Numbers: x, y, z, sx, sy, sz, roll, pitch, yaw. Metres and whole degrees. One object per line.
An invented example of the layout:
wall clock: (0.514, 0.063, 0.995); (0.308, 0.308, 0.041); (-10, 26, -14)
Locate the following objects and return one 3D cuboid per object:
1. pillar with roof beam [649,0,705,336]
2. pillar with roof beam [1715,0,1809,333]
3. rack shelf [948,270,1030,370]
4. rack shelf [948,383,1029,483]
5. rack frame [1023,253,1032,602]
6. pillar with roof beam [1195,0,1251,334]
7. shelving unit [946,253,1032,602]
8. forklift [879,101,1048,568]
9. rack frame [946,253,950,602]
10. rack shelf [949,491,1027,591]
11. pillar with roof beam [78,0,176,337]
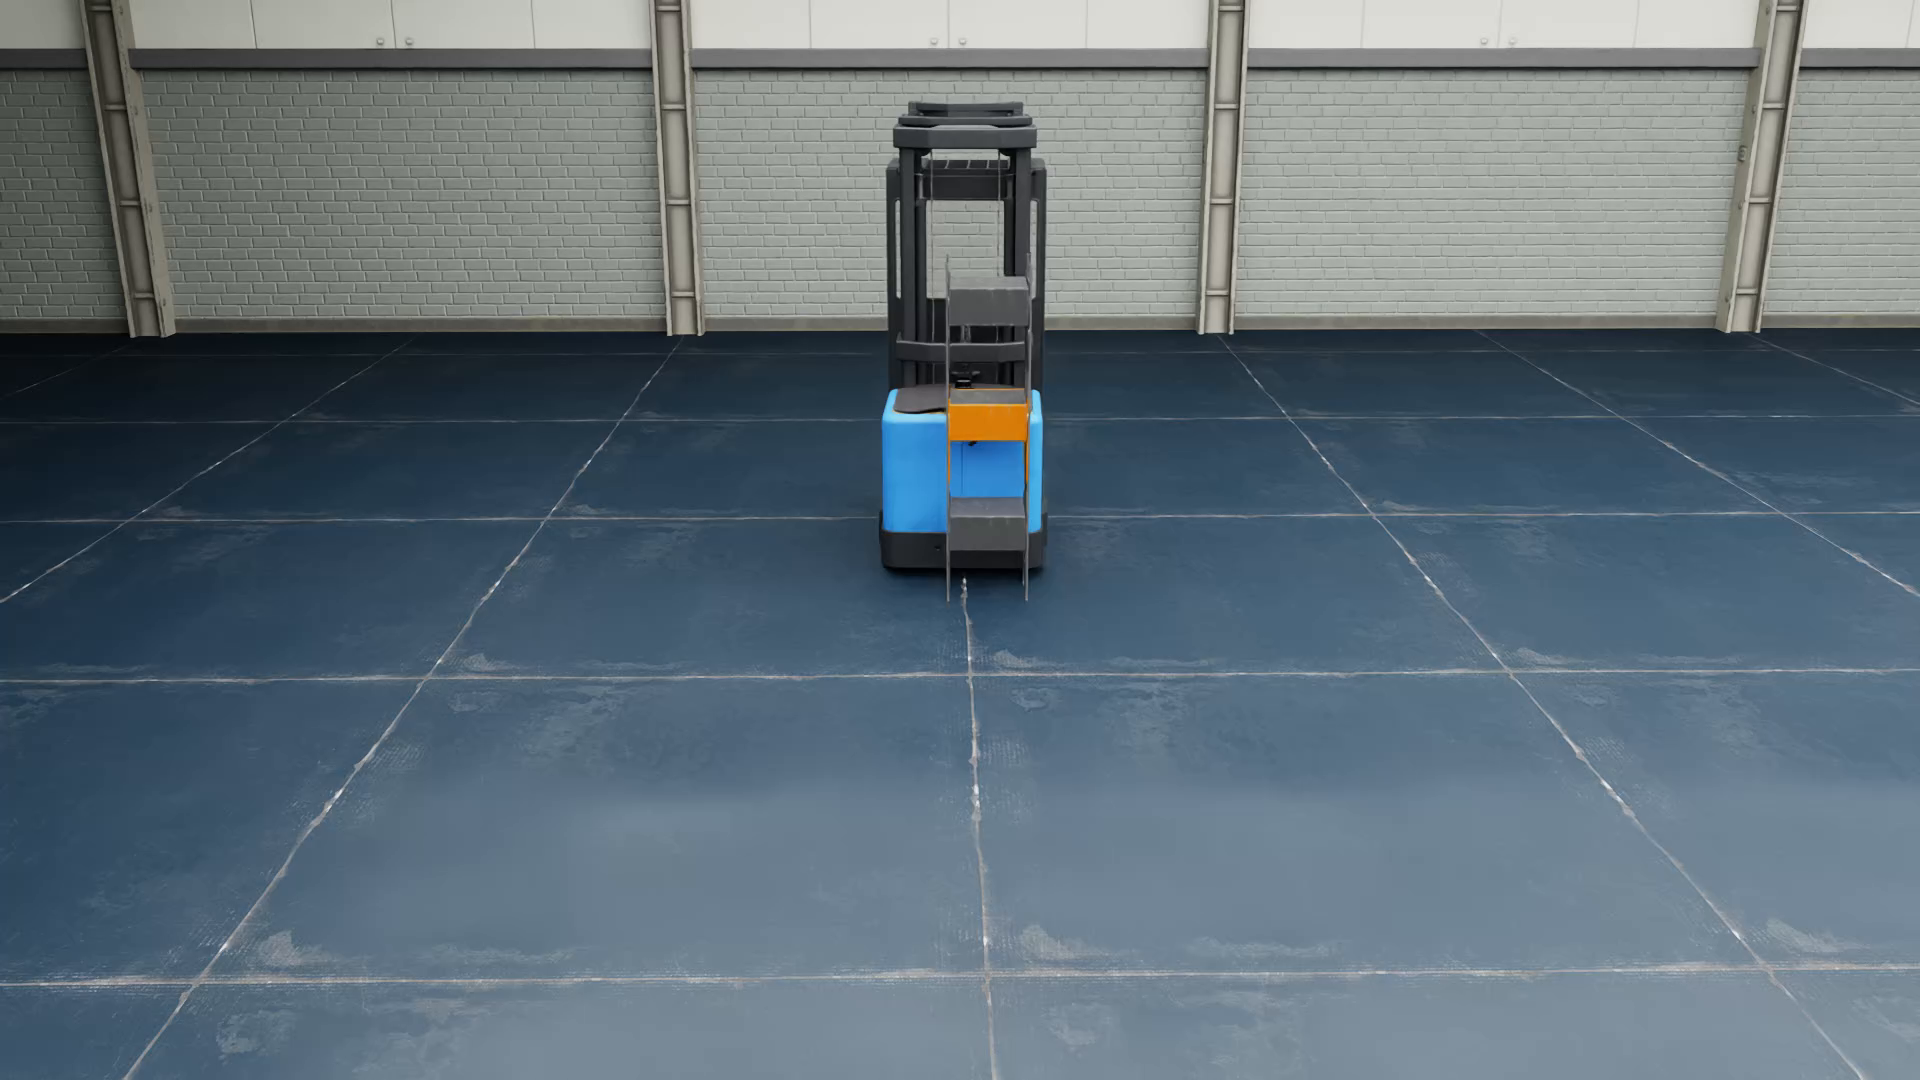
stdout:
pillar with roof beam: (-3.035, -5.317, 13.389); (0.400, 9.000, 9.100); (0, 18, -1)
pillar with roof beam: (8.963, -5.374, 13.569); (0.400, 9.000, 9.100); (0, 18, -1)
rack shelf: (0.169, -1.323, 9.973); (0.480, 0.518, 0.431); (0, 19, 0)
rack shelf: (0.170, -0.660, 10.199); (0.480, 0.518, 0.431); (0, 19, 0)
rack frame: (0.414, -0.673, 10.195); (0.015, 2.100, 0.400); (0, 19, 0)
pillar with roof beam: (2.964, -5.345, 13.479); (0.400, 9.000, 9.100); (0, 18, -1)
shelving unit: (0.170, -0.673, 10.194); (0.503, 2.100, 0.431); (0, 19, 0)
forklift: (0.050, -1.608, 11.762); (1.130, 2.935, 3.031); (0, 18, 1)
rack frame: (-0.074, -0.673, 10.194); (0.015, 2.100, 0.400); (0, 19, 0)
rack shelf: (0.170, 0.002, 10.425); (0.480, 0.518, 0.431); (0, 19, 0)
pillar with roof beam: (-9.034, -5.288, 13.299); (0.400, 9.000, 9.100); (0, 18, -1)
